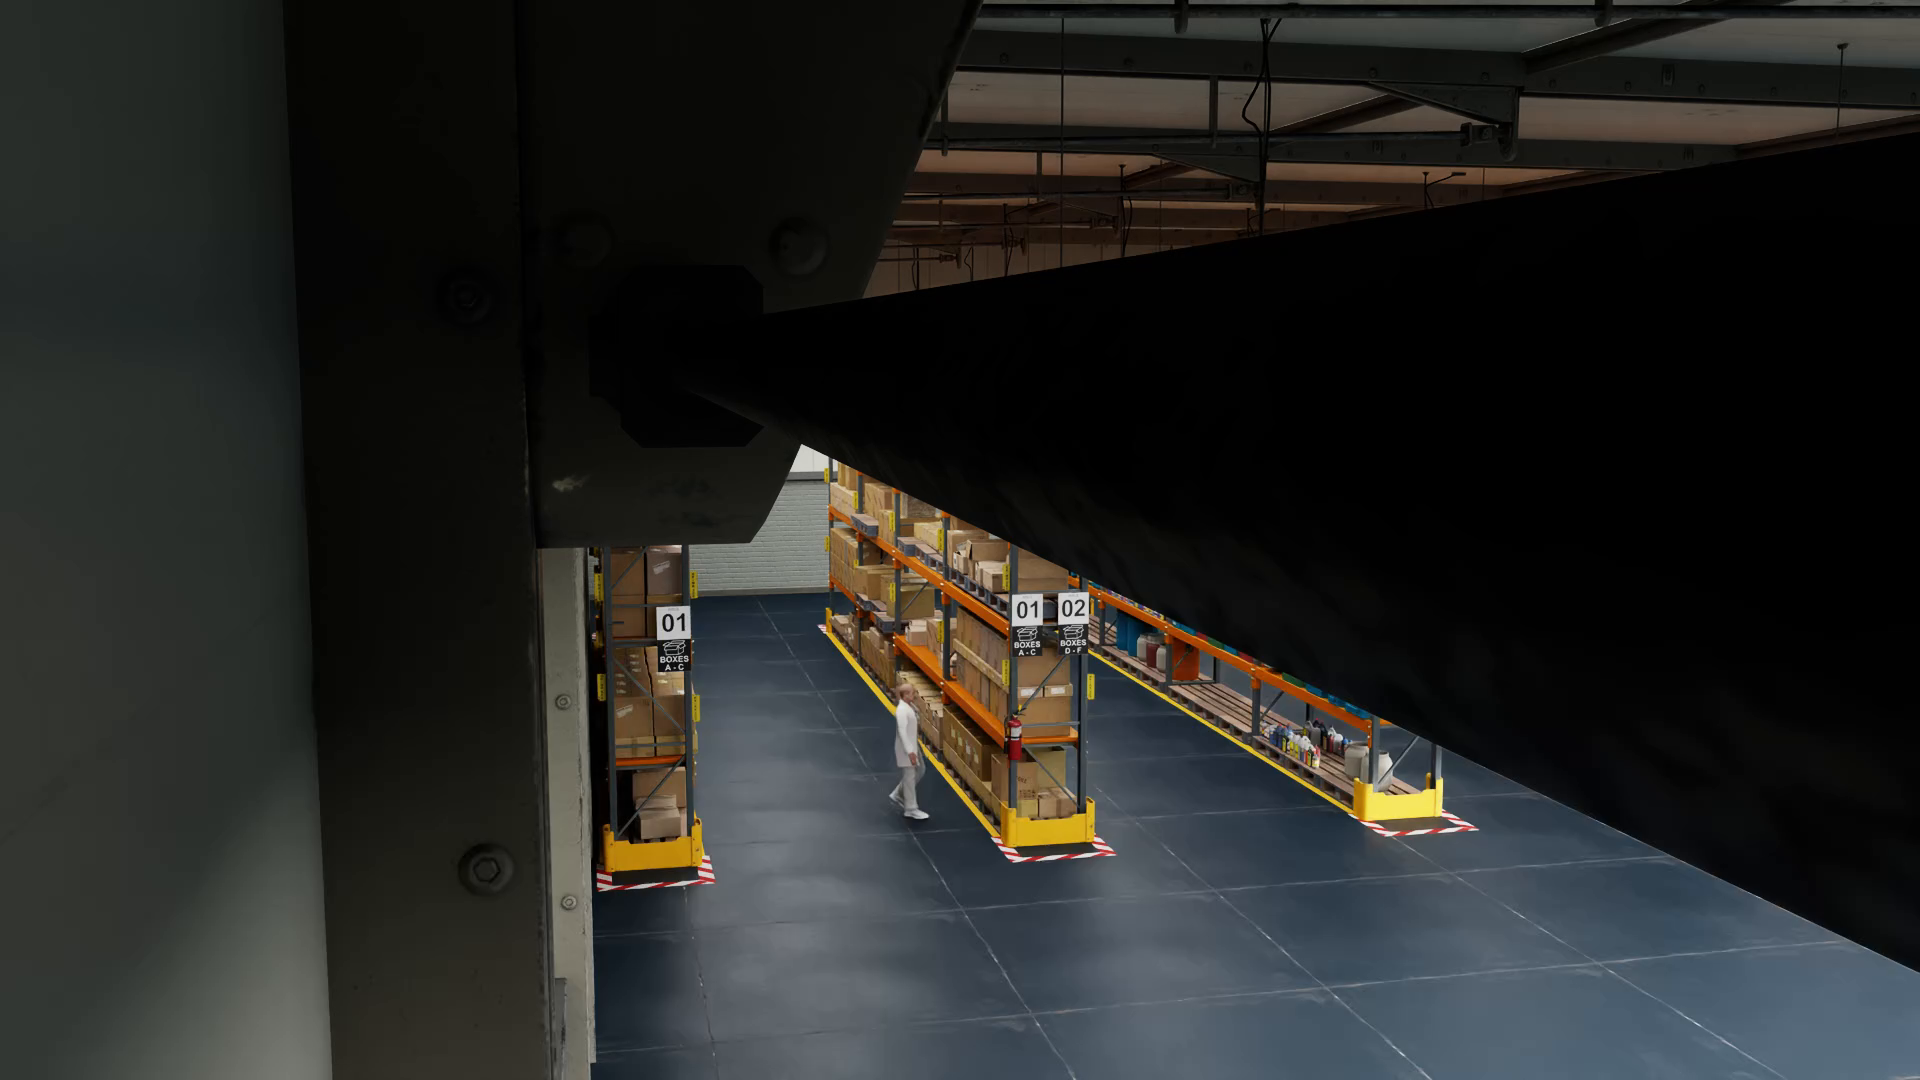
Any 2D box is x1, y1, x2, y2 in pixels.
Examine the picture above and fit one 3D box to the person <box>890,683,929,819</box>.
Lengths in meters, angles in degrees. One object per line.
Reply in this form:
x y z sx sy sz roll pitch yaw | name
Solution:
-0.666 2.804 22.304 0.606 1.787 0.726 1 7 11 | person
